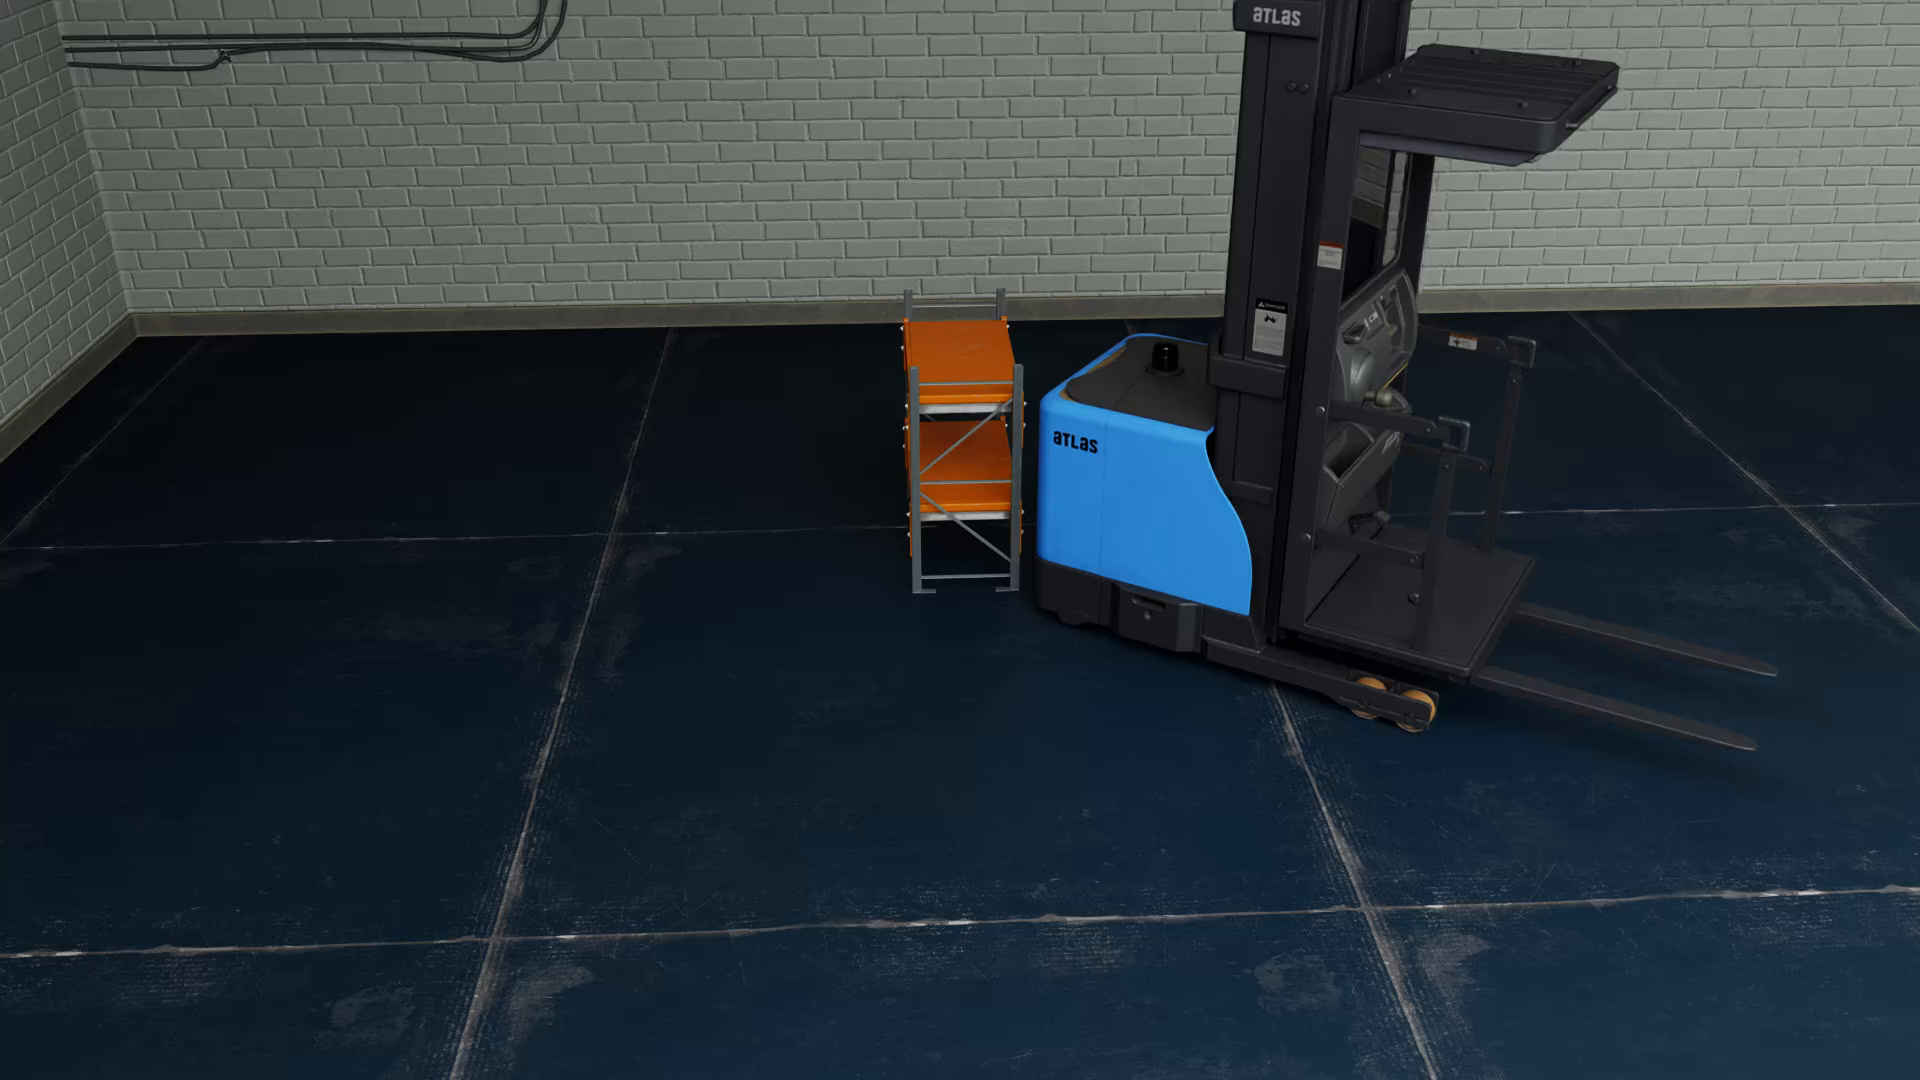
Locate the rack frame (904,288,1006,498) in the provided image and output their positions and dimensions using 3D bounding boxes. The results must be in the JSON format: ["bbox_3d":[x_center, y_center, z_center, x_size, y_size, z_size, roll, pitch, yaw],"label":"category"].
[{"bbox_3d":[-0.026,-0.730,8.434,0.500,1.125,0.032,-1,28,-3],"label":"rack frame"}]

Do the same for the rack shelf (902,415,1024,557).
[{"bbox_3d":[0.000,-0.279,8.097,0.538,0.278,1.000,-1,28,-3],"label":"rack shelf"}]

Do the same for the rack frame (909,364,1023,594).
[{"bbox_3d":[0.027,-0.261,7.534,0.500,1.125,0.032,-1,28,-3],"label":"rack frame"}]

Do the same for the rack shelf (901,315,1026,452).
[{"bbox_3d":[0.000,-0.755,7.849,0.538,0.278,1.000,-1,28,-3],"label":"rack shelf"}]

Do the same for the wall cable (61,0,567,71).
[{"bbox_3d":[-3.888,-3.954,9.458,3.097,2.526,0.112,-1,28,-3],"label":"wall cable"}]

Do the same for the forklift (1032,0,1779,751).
[{"bbox_3d":[1.857,-0.801,6.616,3.031,2.935,1.130,15,31,27],"label":"forklift"}]

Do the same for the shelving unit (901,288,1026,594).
[{"bbox_3d":[0.000,-0.496,7.984,0.538,1.125,1.048,-1,28,-3],"label":"shelving unit"}]
